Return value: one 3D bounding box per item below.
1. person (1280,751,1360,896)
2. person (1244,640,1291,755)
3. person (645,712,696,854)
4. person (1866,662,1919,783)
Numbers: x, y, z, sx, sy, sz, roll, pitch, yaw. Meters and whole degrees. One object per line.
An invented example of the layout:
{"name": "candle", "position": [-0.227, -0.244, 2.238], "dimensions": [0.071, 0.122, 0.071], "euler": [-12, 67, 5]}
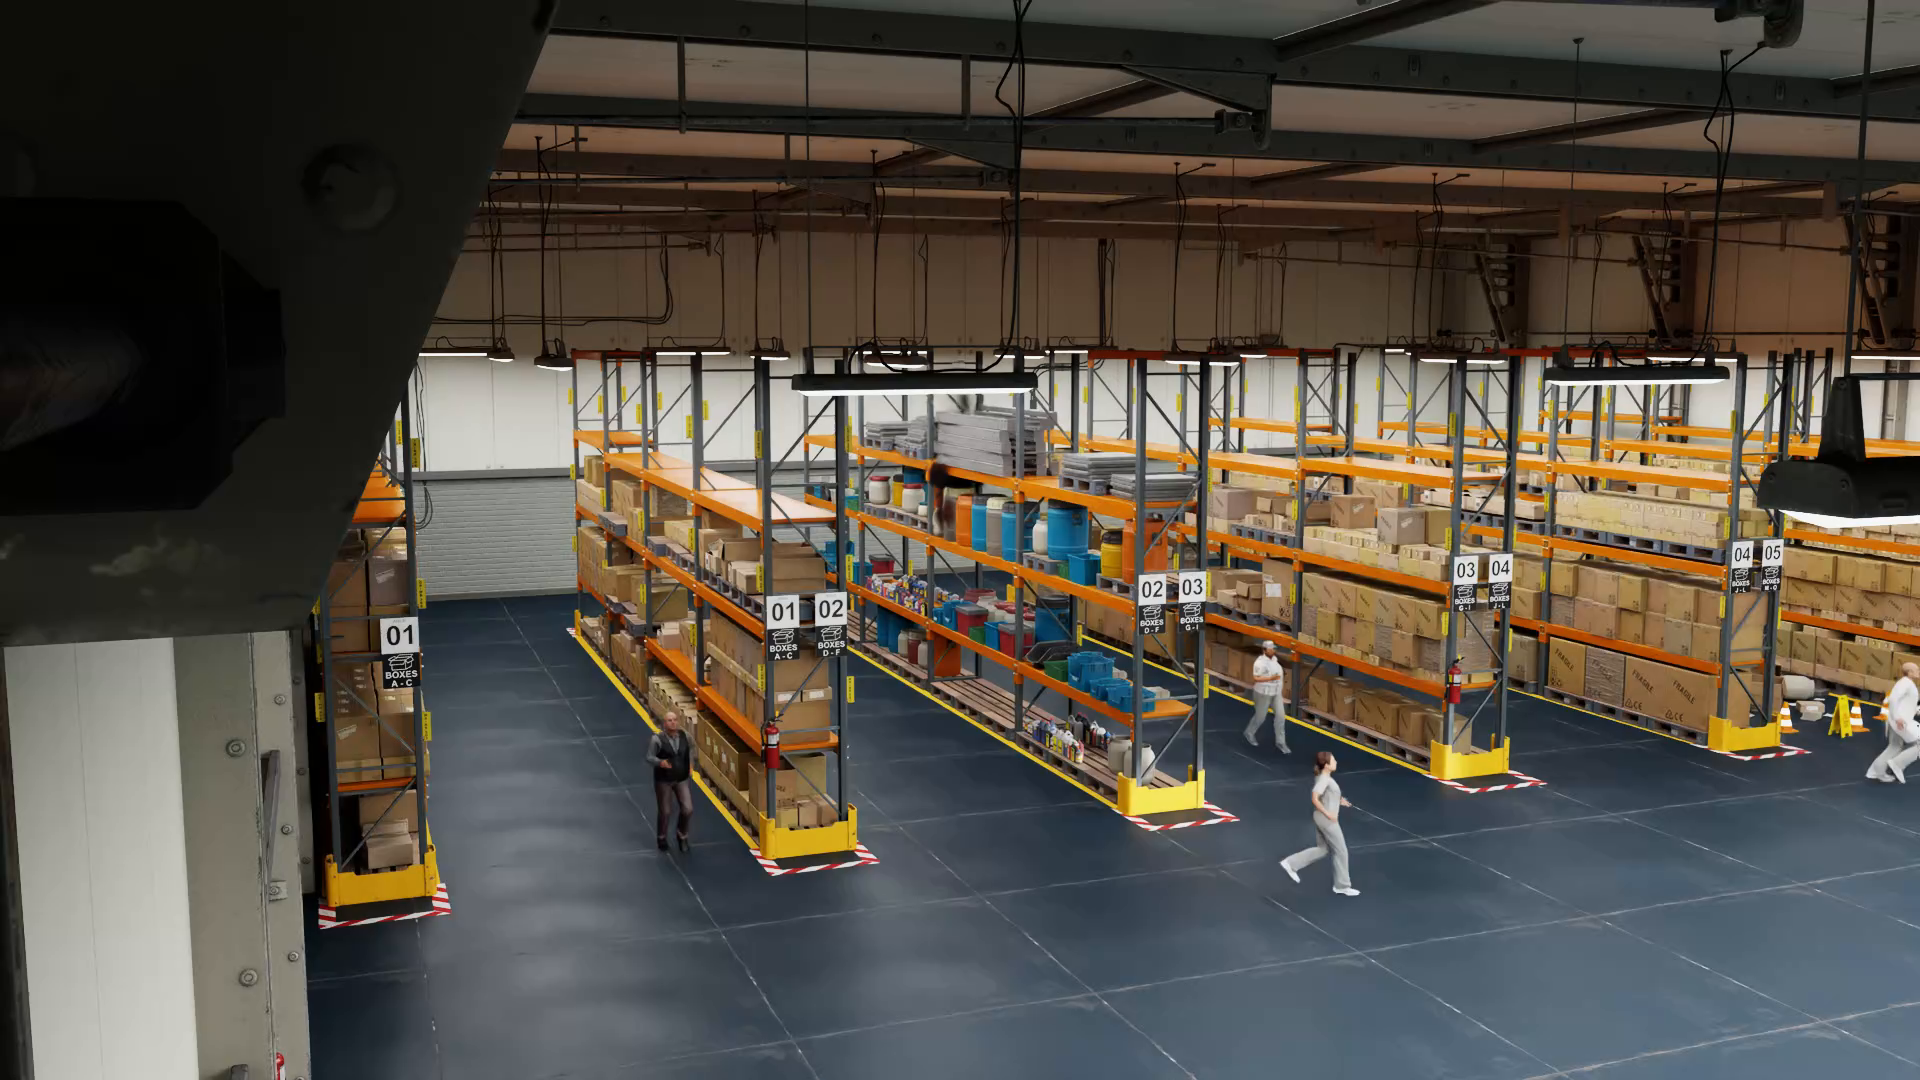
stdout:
{"name": "person", "position": [4.082, 3.193, 18.744], "dimensions": [0.901, 1.670, 0.567], "euler": [0, 7, 2]}
{"name": "person", "position": [4.673, 2.353, 25.225], "dimensions": [0.597, 1.685, 0.854], "euler": [-4, 8, -31]}
{"name": "person", "position": [-3.506, 2.978, 20.291], "dimensions": [0.637, 1.767, 0.654], "euler": [-3, 8, -24]}
{"name": "person", "position": [13.248, 2.660, 23.395], "dimensions": [0.814, 1.513, 0.626], "euler": [2, 7, 17]}
